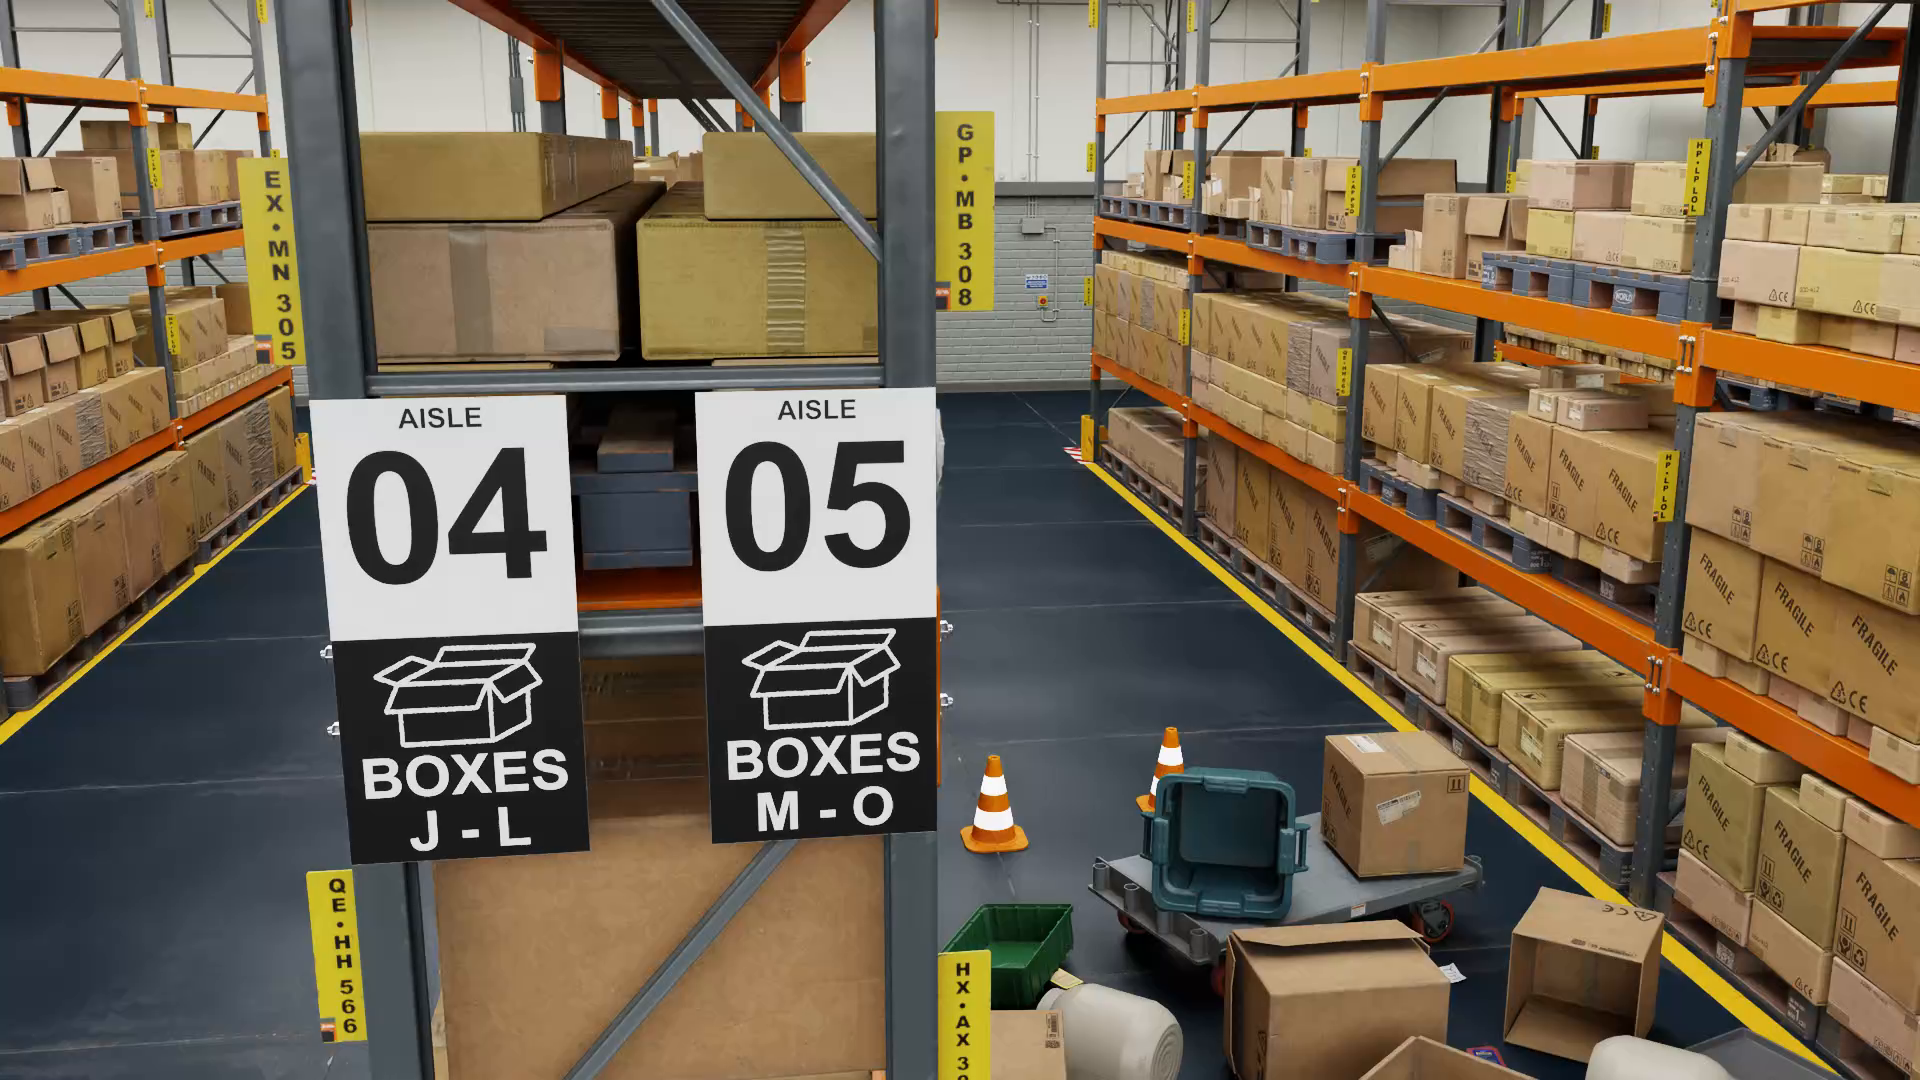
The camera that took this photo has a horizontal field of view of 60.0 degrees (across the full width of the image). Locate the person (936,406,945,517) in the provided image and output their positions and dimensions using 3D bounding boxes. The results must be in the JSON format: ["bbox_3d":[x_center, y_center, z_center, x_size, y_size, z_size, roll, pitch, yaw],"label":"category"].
[{"bbox_3d":[-0.368,-0.665,14.712,0.493,1.715,0.422,1,13,4],"label":"person"}]
